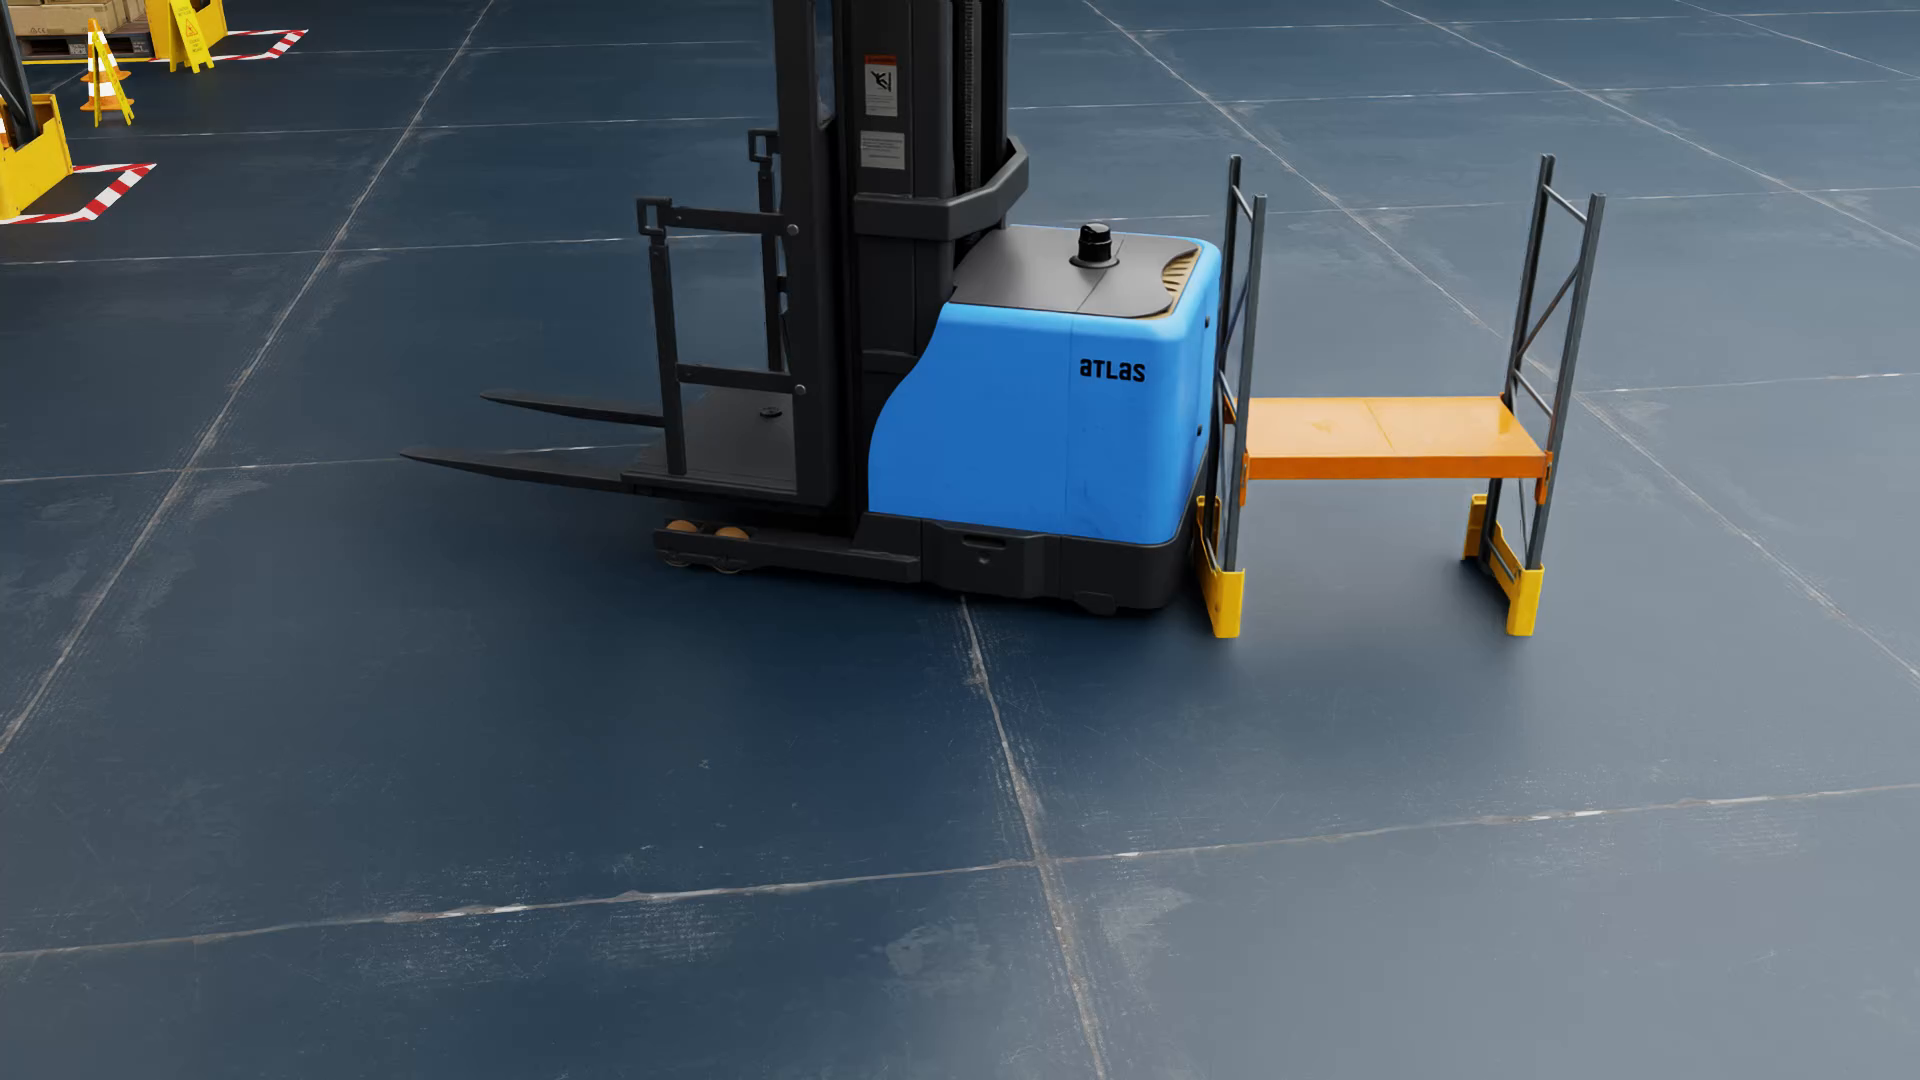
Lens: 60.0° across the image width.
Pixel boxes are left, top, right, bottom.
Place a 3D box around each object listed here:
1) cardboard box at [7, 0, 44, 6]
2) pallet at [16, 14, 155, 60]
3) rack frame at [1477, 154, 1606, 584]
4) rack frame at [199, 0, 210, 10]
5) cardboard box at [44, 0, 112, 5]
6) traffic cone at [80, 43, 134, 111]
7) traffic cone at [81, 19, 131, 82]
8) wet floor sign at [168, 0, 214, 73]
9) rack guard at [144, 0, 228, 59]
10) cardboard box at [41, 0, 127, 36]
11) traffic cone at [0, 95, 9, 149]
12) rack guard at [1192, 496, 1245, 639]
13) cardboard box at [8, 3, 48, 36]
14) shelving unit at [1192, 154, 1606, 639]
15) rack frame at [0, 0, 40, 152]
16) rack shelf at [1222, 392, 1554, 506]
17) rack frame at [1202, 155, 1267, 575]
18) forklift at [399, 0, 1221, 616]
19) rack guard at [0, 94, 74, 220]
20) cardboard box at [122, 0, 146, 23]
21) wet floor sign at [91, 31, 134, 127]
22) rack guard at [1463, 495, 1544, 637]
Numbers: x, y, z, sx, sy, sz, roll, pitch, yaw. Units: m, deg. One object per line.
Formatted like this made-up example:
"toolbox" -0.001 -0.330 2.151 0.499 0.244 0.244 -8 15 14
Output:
"cardboard box" -8.040 -4.840 14.127 0.500 0.500 0.500 -3 27 -5
"pallet" -7.652 -4.465 14.720 1.213 0.211 1.003 -4 27 -7
"rack frame" 1.914 -0.476 5.534 0.032 1.500 0.500 0 27 -1
"rack frame" -6.767 -5.746 14.163 0.127 3.000 1.000 -4 27 -7
"cardboard box" -7.524 -4.874 14.194 0.500 0.500 0.500 -4 27 -7
"traffic cone" -6.522 -3.527 12.616 0.334 0.463 0.336 -4 27 -7
"traffic cone" -7.013 -4.007 13.552 0.334 0.463 0.336 -4 27 -7
"wet floor sign" -6.430 -4.227 13.781 0.232 0.644 0.267 6 28 11
"rack guard" -6.842 -4.629 14.724 0.348 0.500 1.175 -4 27 -7
"cardboard box" -7.554 -4.535 14.354 0.500 0.250 0.500 -4 27 -7
"traffic cone" -6.701 -2.994 11.579 0.334 0.463 0.336 -4 27 -7
"rack guard" 0.899 0.087 5.807 0.087 0.250 0.587 0 27 -1
"cardboard box" -8.044 -4.507 14.300 0.500 0.250 0.500 -4 27 -7
"shelving unit" 1.396 -0.472 5.528 1.083 1.500 0.587 0 27 -1
"rack frame" -5.977 -3.515 9.814 0.127 3.000 1.000 -4 27 -7
"rack shelf" 1.406 -0.312 5.610 1.000 0.185 0.538 0 27 -1
"rack frame" 0.897 -0.469 5.521 0.032 1.500 0.500 0 27 -1
"forklift" -0.619 -1.405 5.778 3.031 2.935 1.130 7 28 13
"rack guard" -5.953 -2.404 10.388 0.348 0.500 1.175 -4 27 -7
"cardboard box" -7.604 -4.783 14.838 0.500 0.250 0.500 -4 27 -8
"wet floor sign" -6.224 -3.364 12.100 0.232 0.644 0.267 -8 28 -16
"rack guard" 1.894 0.081 5.819 0.087 0.250 0.587 0 27 -1
